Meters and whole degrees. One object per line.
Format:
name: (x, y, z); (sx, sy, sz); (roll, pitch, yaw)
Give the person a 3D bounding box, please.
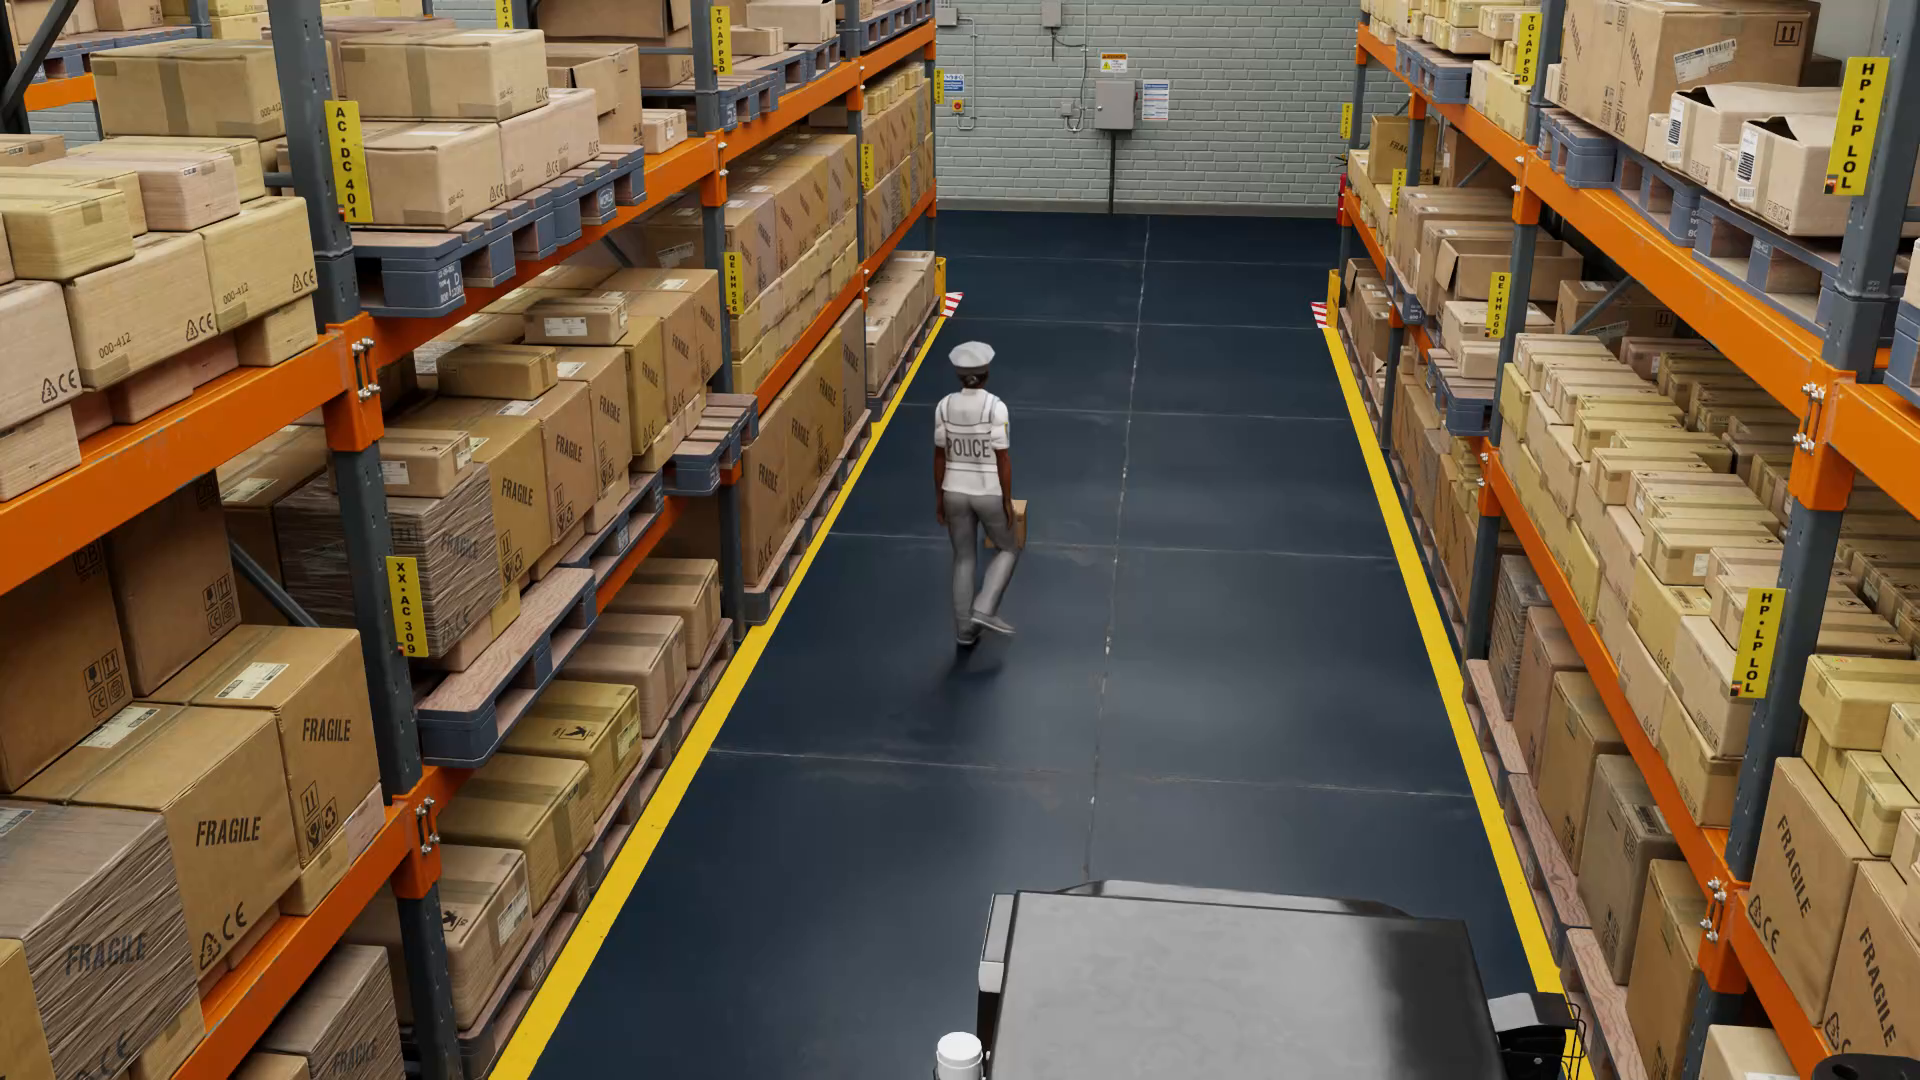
person: (0.084, -0.219, 9.110); (0.516, 1.664, 0.493); (7, 22, 18)
